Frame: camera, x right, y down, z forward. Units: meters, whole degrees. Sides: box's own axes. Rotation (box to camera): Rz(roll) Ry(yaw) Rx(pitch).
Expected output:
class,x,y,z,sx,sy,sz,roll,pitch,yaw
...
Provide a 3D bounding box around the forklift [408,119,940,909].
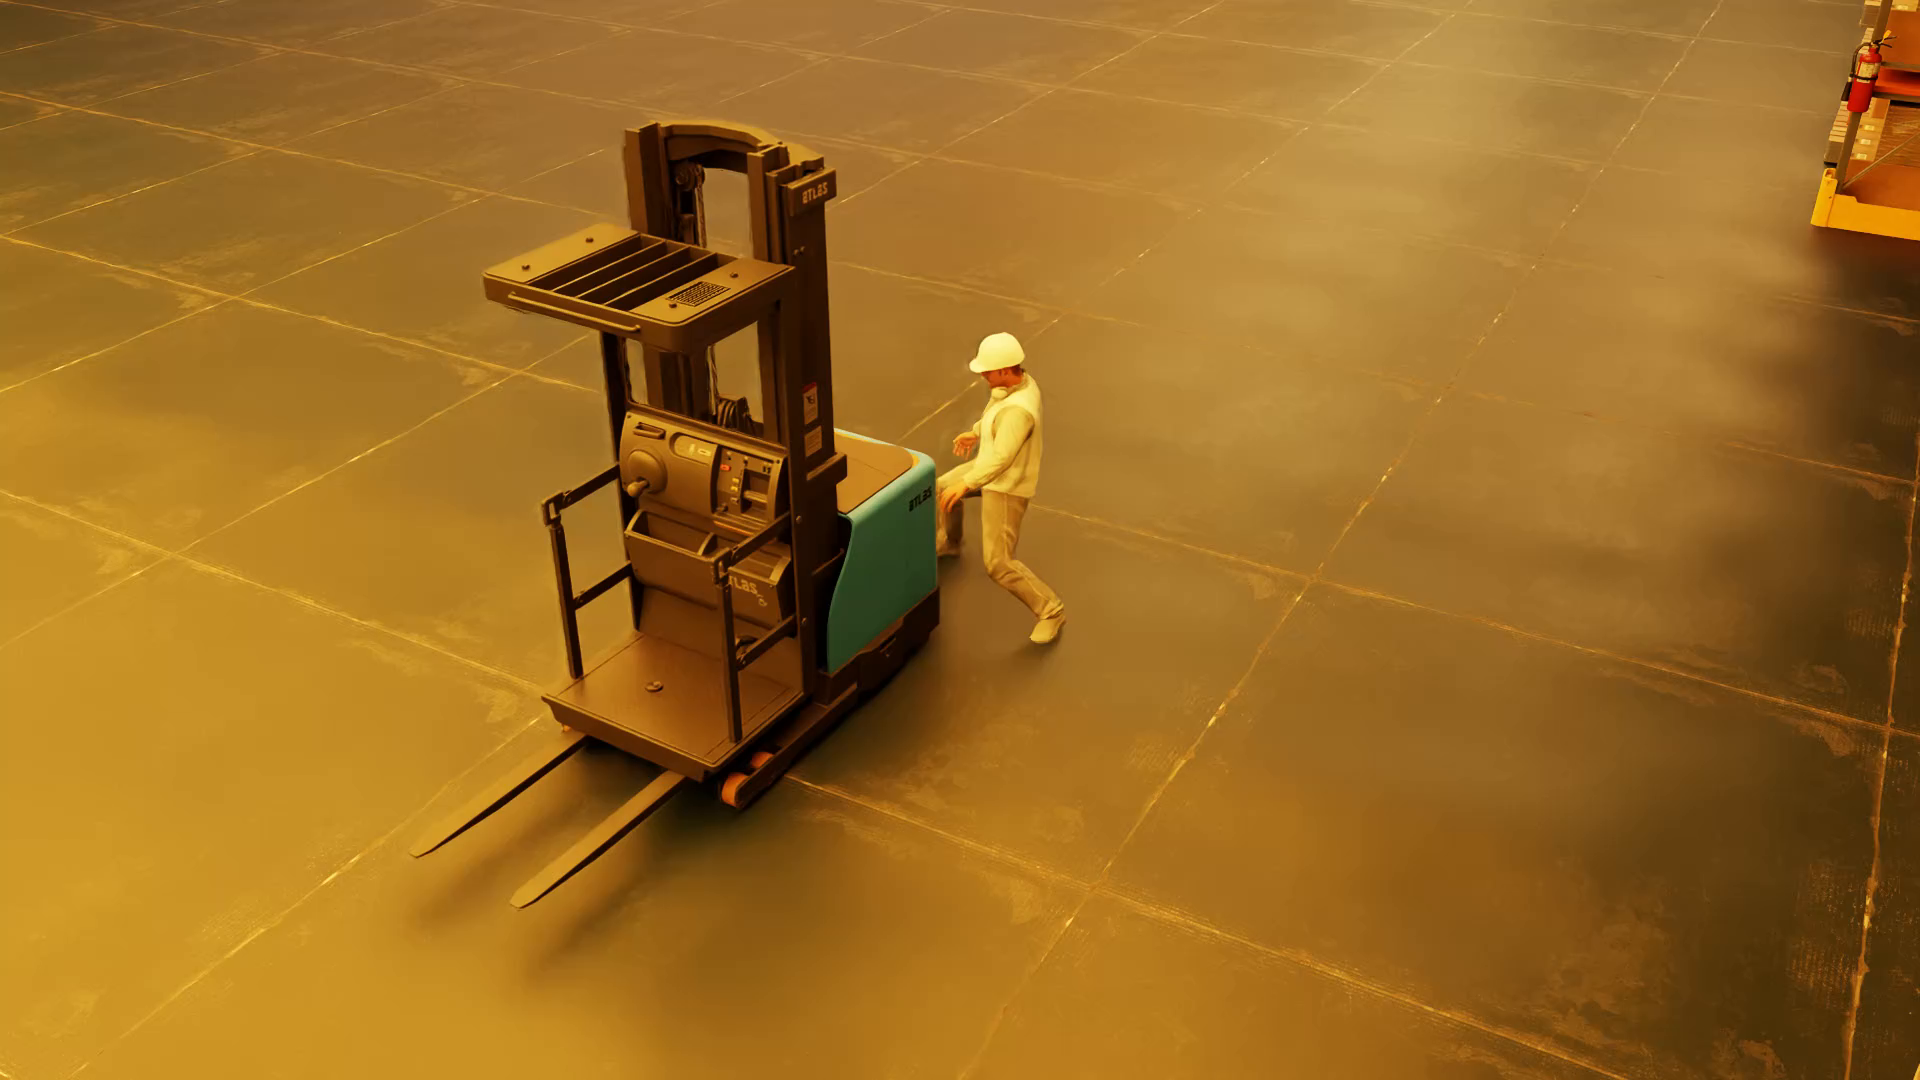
class,x,y,z,sx,sy,sz,roll,pitch,yaw
forklift,-1.315,-0.276,7.550,1.130,2.935,3.031,17,34,27

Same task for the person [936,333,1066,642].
class,x,y,z,sx,sy,sz,roll,pitch,yaw
person,0.152,-0.362,9.076,0.888,1.632,0.979,1,30,1
